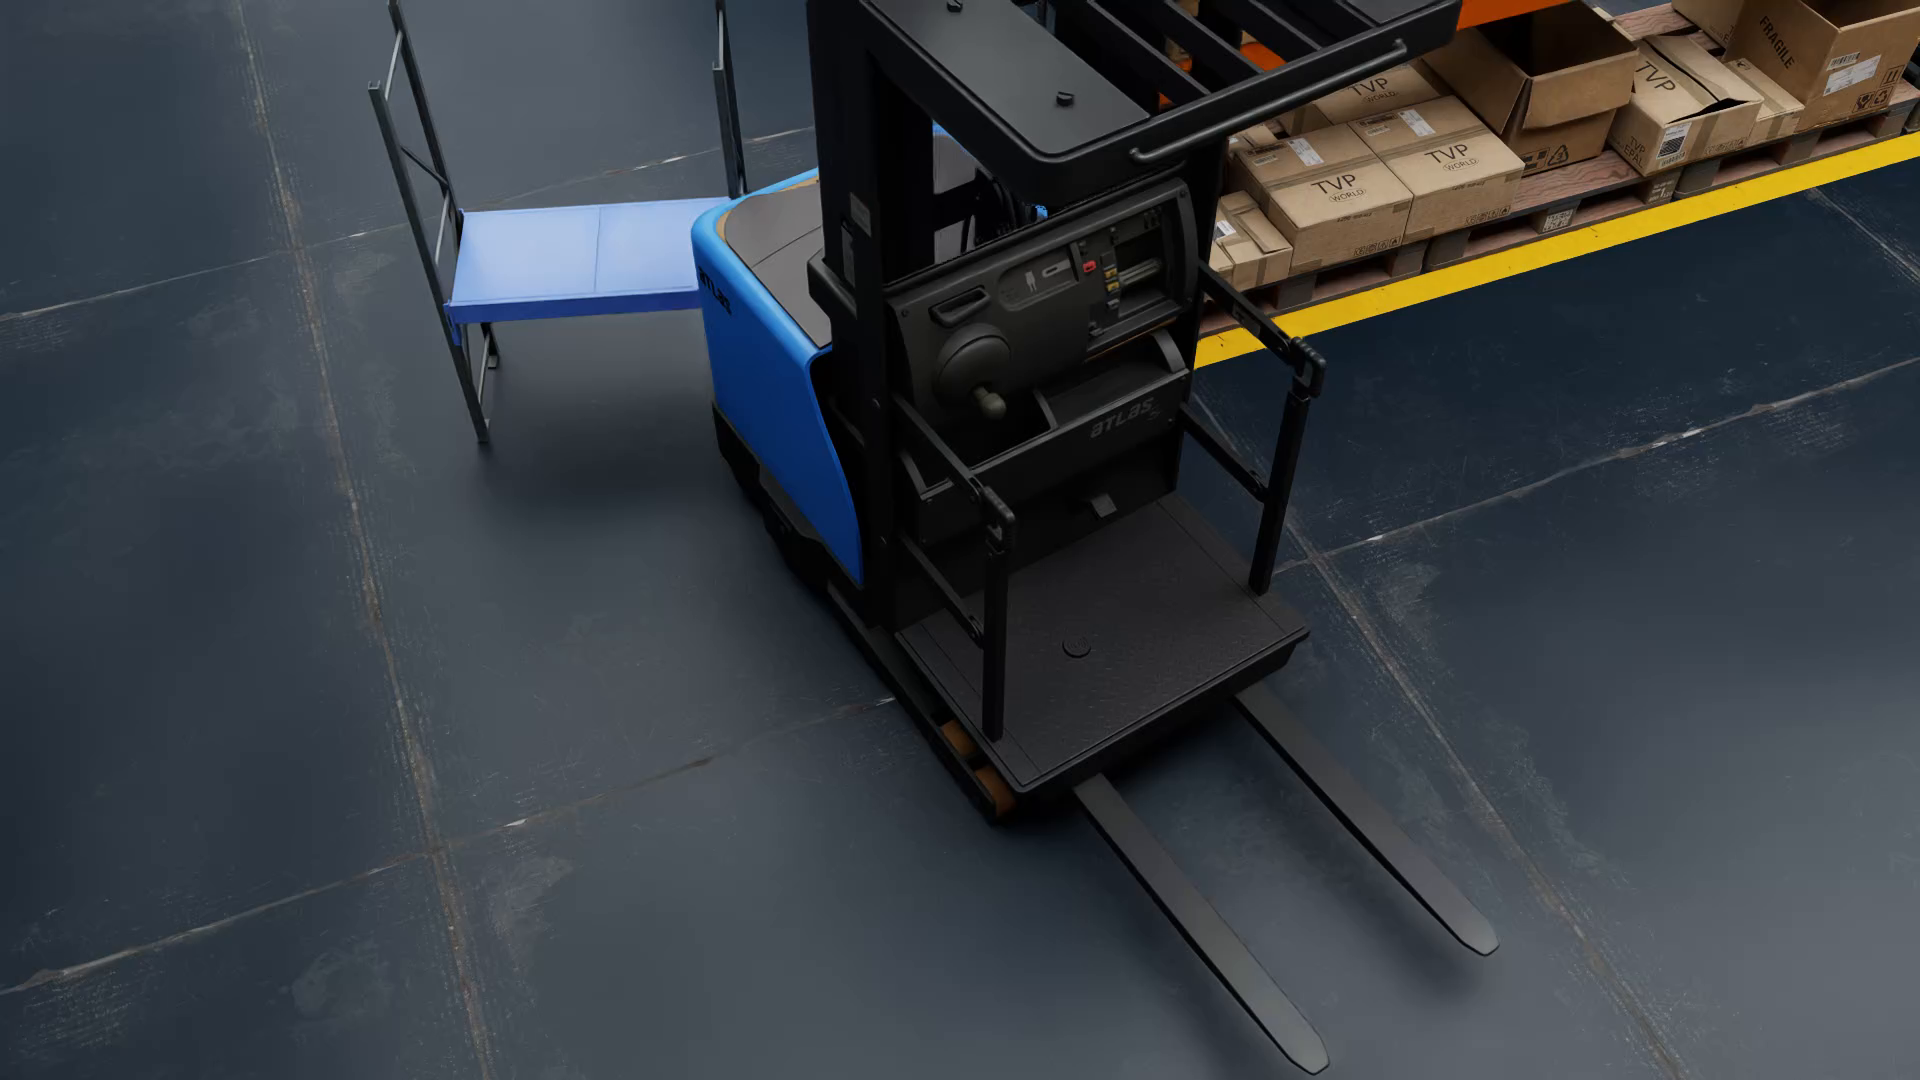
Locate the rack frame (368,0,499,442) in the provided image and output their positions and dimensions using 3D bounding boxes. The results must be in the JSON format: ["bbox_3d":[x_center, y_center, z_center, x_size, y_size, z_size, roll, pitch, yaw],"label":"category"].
[{"bbox_3d":[-1.761,-1.034,5.649,0.032,1.500,0.500,-4,49,-4],"label":"rack frame"}]

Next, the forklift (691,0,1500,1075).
[{"bbox_3d":[0.362,-0.533,4.276,1.130,2.935,3.031,-26,54,-21],"label":"forklift"}]

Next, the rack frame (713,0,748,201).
[{"bbox_3d":[-0.749,-1.109,5.714,0.032,1.500,0.500,-4,49,-4],"label":"rack frame"}]

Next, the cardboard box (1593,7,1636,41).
[{"bbox_3d":[2.745,-2.116,7.168,0.250,0.166,0.380,-17,52,-14],"label":"cardboard box"}]

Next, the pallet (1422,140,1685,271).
[{"bbox_3d":[2.245,-1.662,7.038,1.213,0.211,1.003,-17,52,-14],"label":"pallet"}]

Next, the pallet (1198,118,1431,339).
[{"bbox_3d":[1.117,-1.315,6.740,1.213,0.211,1.003,-17,52,-14],"label":"pallet"}]

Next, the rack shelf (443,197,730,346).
[{"bbox_3d":[-1.255,-0.954,5.818,1.000,0.185,0.538,-4,49,-4],"label":"rack shelf"}]

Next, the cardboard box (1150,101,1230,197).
[{"bbox_3d":[0.719,-1.630,6.530,0.500,0.500,0.500,-17,52,-14],"label":"cardboard box"}]

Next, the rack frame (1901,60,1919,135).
[{"bbox_3d":[4.012,-3.119,6.452,0.127,3.000,1.000,-17,52,-14],"label":"rack frame"}]

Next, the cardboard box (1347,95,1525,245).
[{"bbox_3d":[1.845,-1.463,6.552,0.500,0.250,0.500,-17,52,-14],"label":"cardboard box"}]

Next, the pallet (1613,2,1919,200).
[{"bbox_3d":[3.376,-2.014,7.341,1.213,0.211,1.003,-17,52,-14],"label":"pallet"}]

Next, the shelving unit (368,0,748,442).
[{"bbox_3d":[-1.255,-1.071,5.682,1.048,1.500,0.538,-4,49,-4],"label":"shelving unit"}]

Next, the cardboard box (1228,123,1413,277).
[{"bbox_3d":[1.382,-1.320,6.429,0.500,0.250,0.500,-17,52,-14],"label":"cardboard box"}]

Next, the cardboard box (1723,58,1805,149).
[{"bbox_3d":[3.267,-1.822,6.926,0.250,0.149,0.380,-17,52,-14],"label":"cardboard box"}]

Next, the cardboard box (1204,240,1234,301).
[{"bbox_3d":[0.827,-1.065,6.277,0.250,0.149,0.380,-17,52,-14],"label":"cardboard box"}]

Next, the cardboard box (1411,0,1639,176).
[{"bbox_3d":[2.275,-1.907,6.766,0.637,0.503,0.797,-17,52,-14],"label":"cardboard box"}]

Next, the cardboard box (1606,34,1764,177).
[{"bbox_3d":[2.897,-1.809,6.809,0.500,0.311,0.500,-17,52,-14],"label":"cardboard box"}]

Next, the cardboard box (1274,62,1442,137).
[{"bbox_3d":[1.610,-1.800,6.841,0.500,0.250,0.500,-17,52,-14],"label":"cardboard box"}]

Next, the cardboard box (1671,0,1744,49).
[{"bbox_3d":[3.542,-2.418,7.332,0.500,0.311,0.500,-17,52,-14],"label":"cardboard box"}]

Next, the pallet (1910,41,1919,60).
[{"bbox_3d":[4.751,-2.471,7.733,1.213,0.211,1.003,-17,52,-14],"label":"pallet"}]

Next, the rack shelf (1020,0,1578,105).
[{"bbox_3d":[2.160,-2.311,6.232,4.000,0.370,1.077,-17,52,-14],"label":"rack shelf"}]

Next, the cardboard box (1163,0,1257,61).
[{"bbox_3d":[0.819,-1.947,5.379,0.500,0.500,0.500,-16,51,-13],"label":"cardboard box"}]

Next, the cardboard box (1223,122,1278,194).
[{"bbox_3d":[1.128,-1.574,6.702,0.250,0.166,0.380,-17,52,-14],"label":"cardboard box"}]

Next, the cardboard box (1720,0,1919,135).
[{"bbox_3d":[3.592,-2.086,6.922,0.500,0.500,0.500,-17,52,-14],"label":"cardboard box"}]

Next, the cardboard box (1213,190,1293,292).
[{"bbox_3d":[1.058,-1.143,6.332,0.250,0.166,0.380,-17,52,-14],"label":"cardboard box"}]
